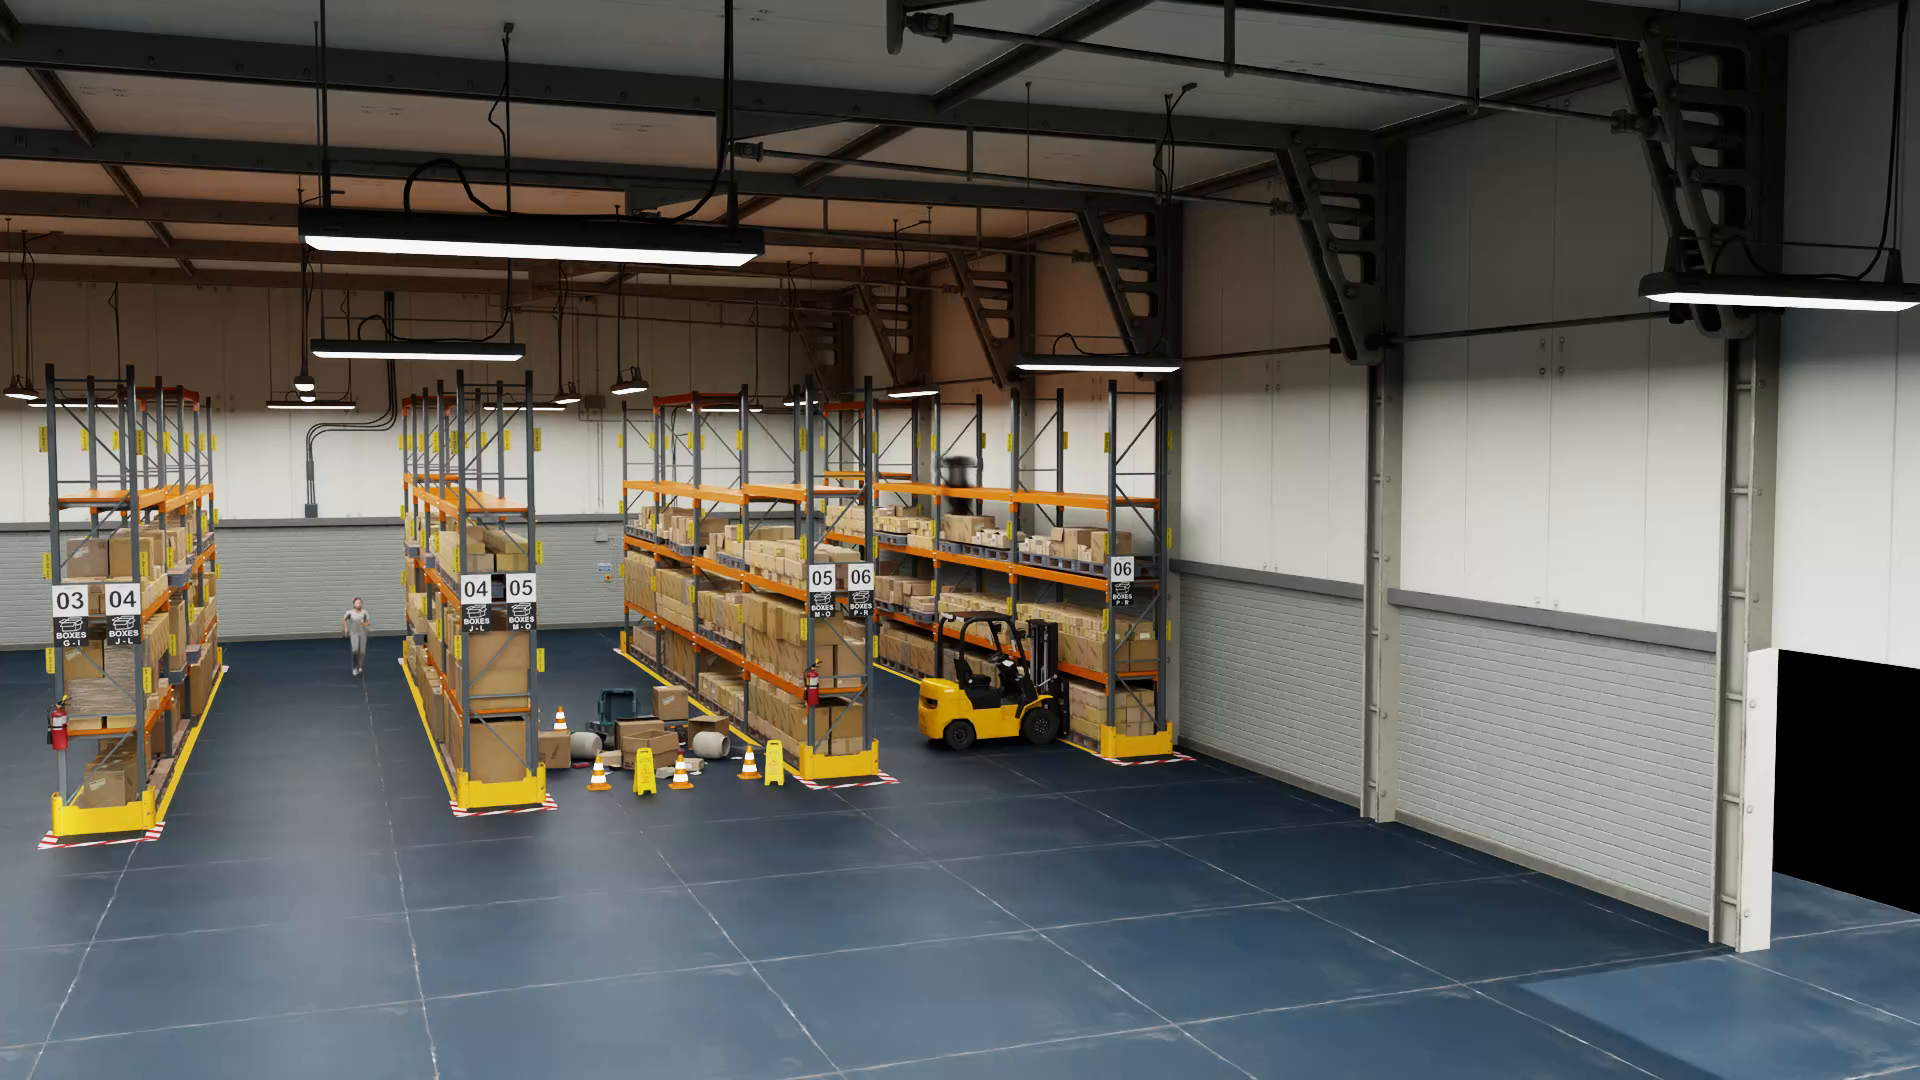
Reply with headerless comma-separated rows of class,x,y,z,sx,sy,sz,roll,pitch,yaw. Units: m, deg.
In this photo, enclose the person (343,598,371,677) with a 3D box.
person,-12.940,2.082,35.725,0.552,1.683,0.703,-2,4,-27
